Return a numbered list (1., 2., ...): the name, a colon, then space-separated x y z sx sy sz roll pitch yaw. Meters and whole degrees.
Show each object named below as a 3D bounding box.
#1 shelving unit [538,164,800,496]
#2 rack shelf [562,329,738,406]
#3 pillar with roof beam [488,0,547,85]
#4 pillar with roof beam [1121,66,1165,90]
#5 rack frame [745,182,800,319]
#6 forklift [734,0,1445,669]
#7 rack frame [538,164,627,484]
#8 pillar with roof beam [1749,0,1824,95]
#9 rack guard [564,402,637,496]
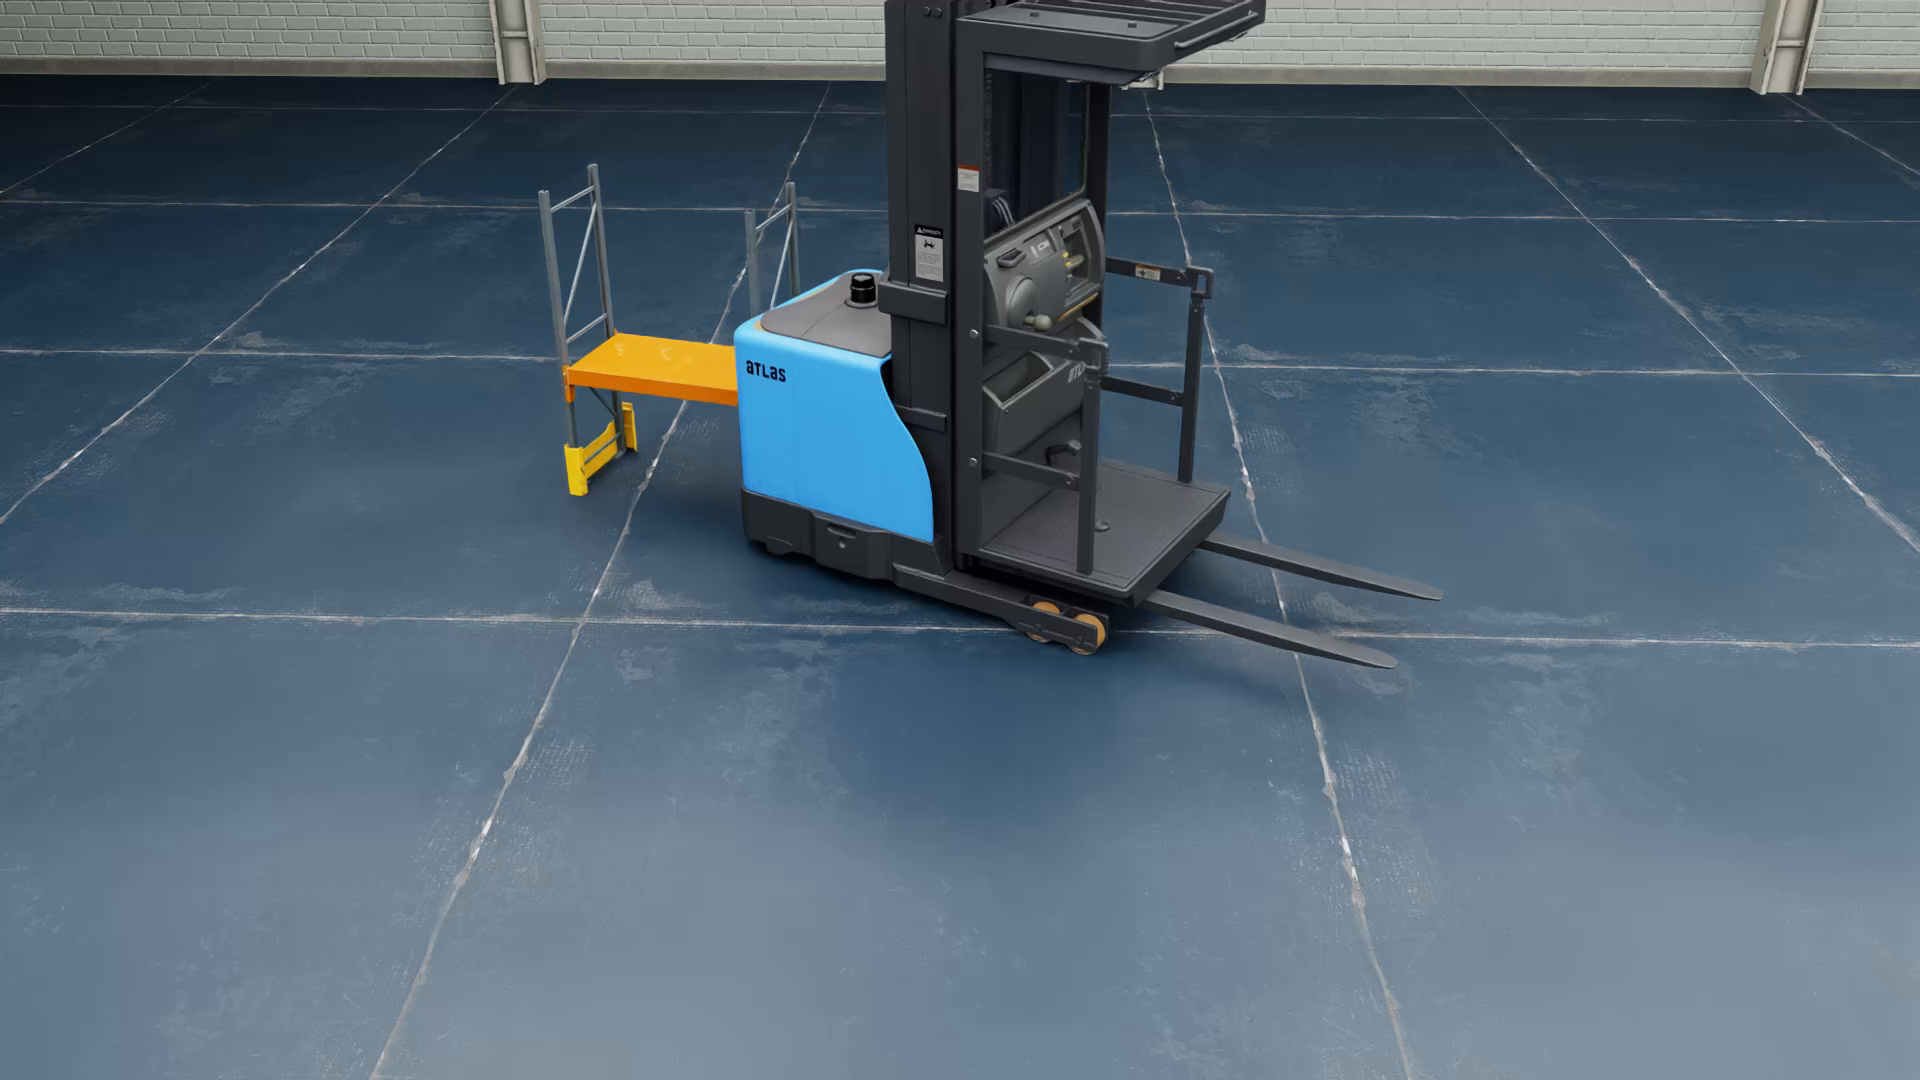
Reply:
1. shelving unit: -1.325 -0.945 7.931 1.083 1.500 0.587 8 29 15
2. rack shelf: -1.334 -0.787 8.018 1.000 0.185 0.538 8 29 15
3. pillar with roof beam: -4.401 -6.429 10.271 0.400 9.000 9.100 1 28 2
4. pillar with roof beam: 1.595 -6.330 10.084 0.400 9.000 9.100 1 28 2
5. rack frame: -0.849 -0.874 7.798 0.032 1.500 0.500 8 29 15
6. forklift: 0.530 -1.106 6.707 3.031 2.935 1.130 16 32 27
7. rack frame: -1.818 -1.018 8.069 0.032 1.500 0.500 8 29 15
8. pillar with roof beam: 7.592 -6.231 9.897 0.400 9.000 9.100 1 28 2
9. rack guard: -1.800 -0.463 8.356 0.087 0.250 0.587 8 29 15
